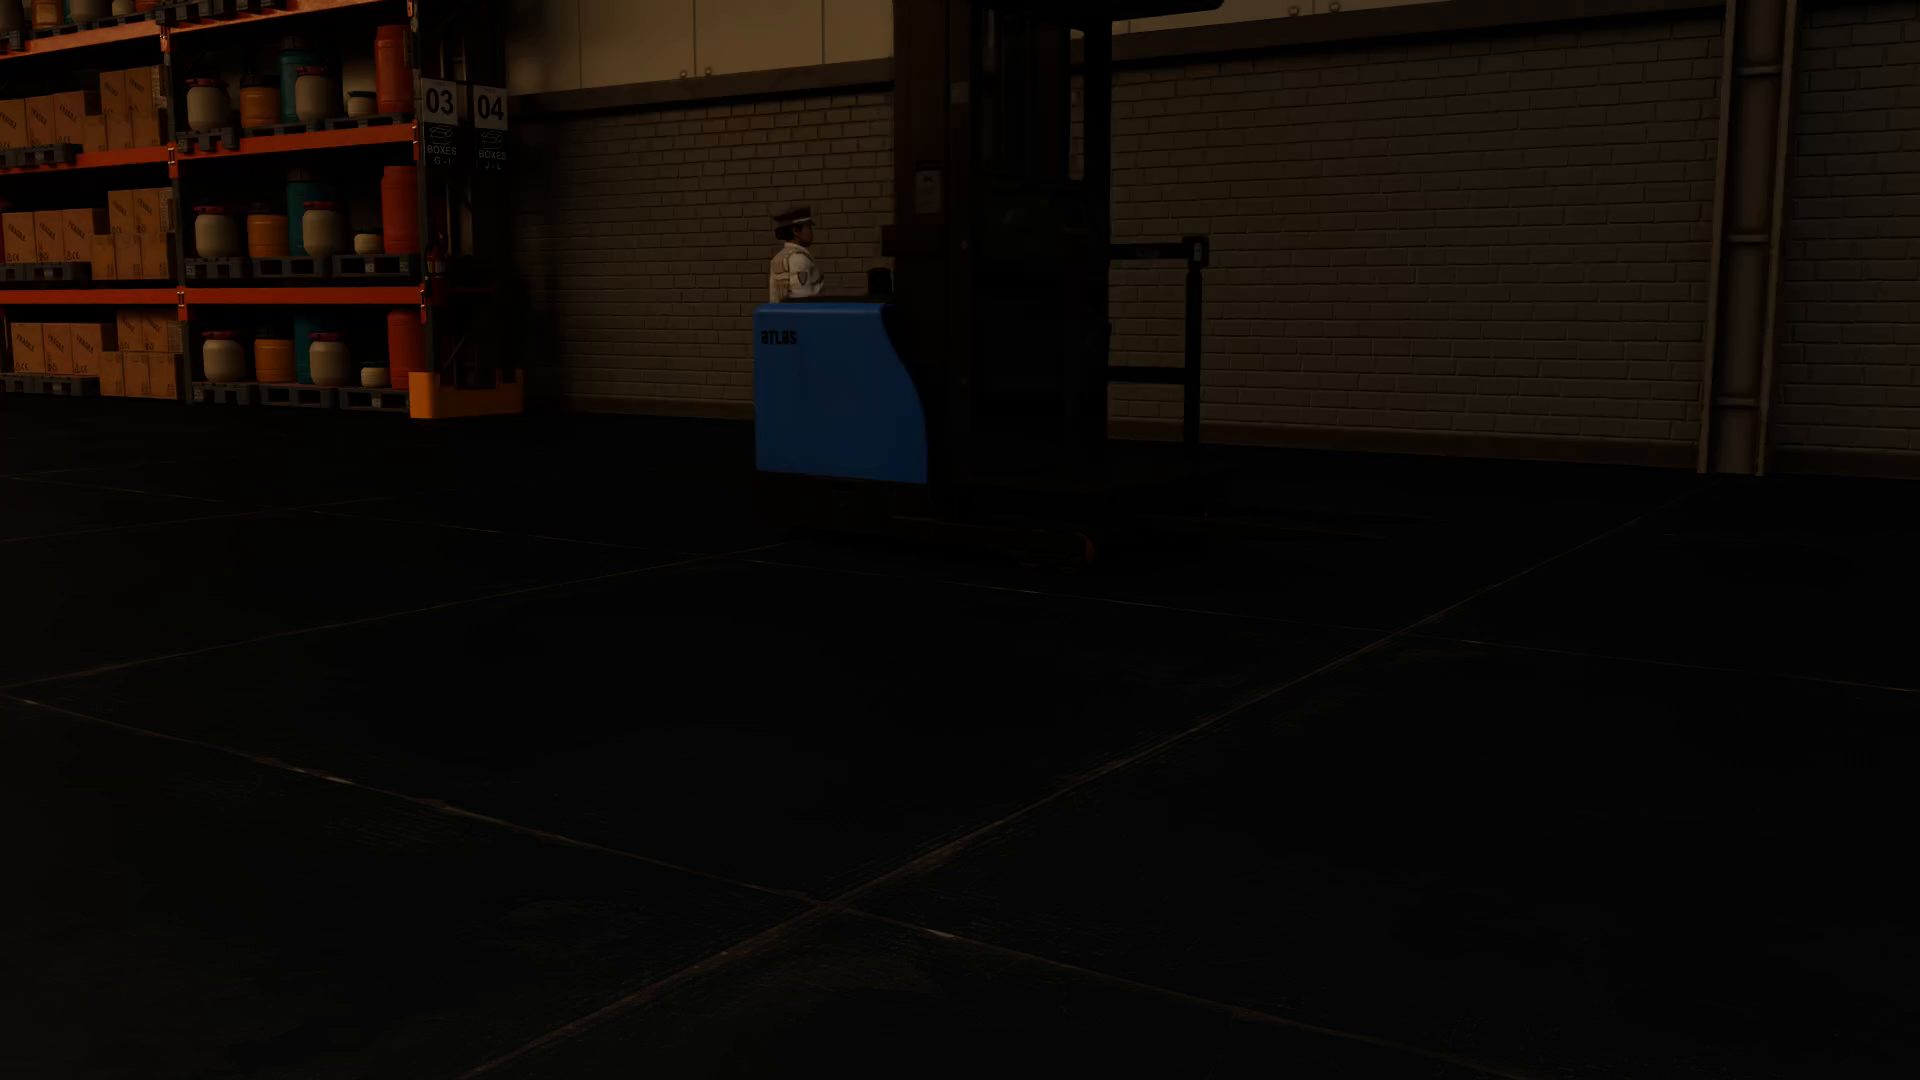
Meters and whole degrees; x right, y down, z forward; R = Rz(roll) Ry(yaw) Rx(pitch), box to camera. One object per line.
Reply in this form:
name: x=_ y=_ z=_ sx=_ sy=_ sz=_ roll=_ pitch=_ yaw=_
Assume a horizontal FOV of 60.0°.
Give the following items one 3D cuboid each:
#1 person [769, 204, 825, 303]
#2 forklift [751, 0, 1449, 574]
person: x=-0.996 y=-1.254 z=10.454 sx=0.342 sy=1.687 sz=0.513 roll=-4 pitch=9 yaw=-28
forklift: x=0.526 y=-1.400 z=7.040 sx=3.031 sy=2.935 sz=1.130 roll=6 pitch=10 yaw=36
